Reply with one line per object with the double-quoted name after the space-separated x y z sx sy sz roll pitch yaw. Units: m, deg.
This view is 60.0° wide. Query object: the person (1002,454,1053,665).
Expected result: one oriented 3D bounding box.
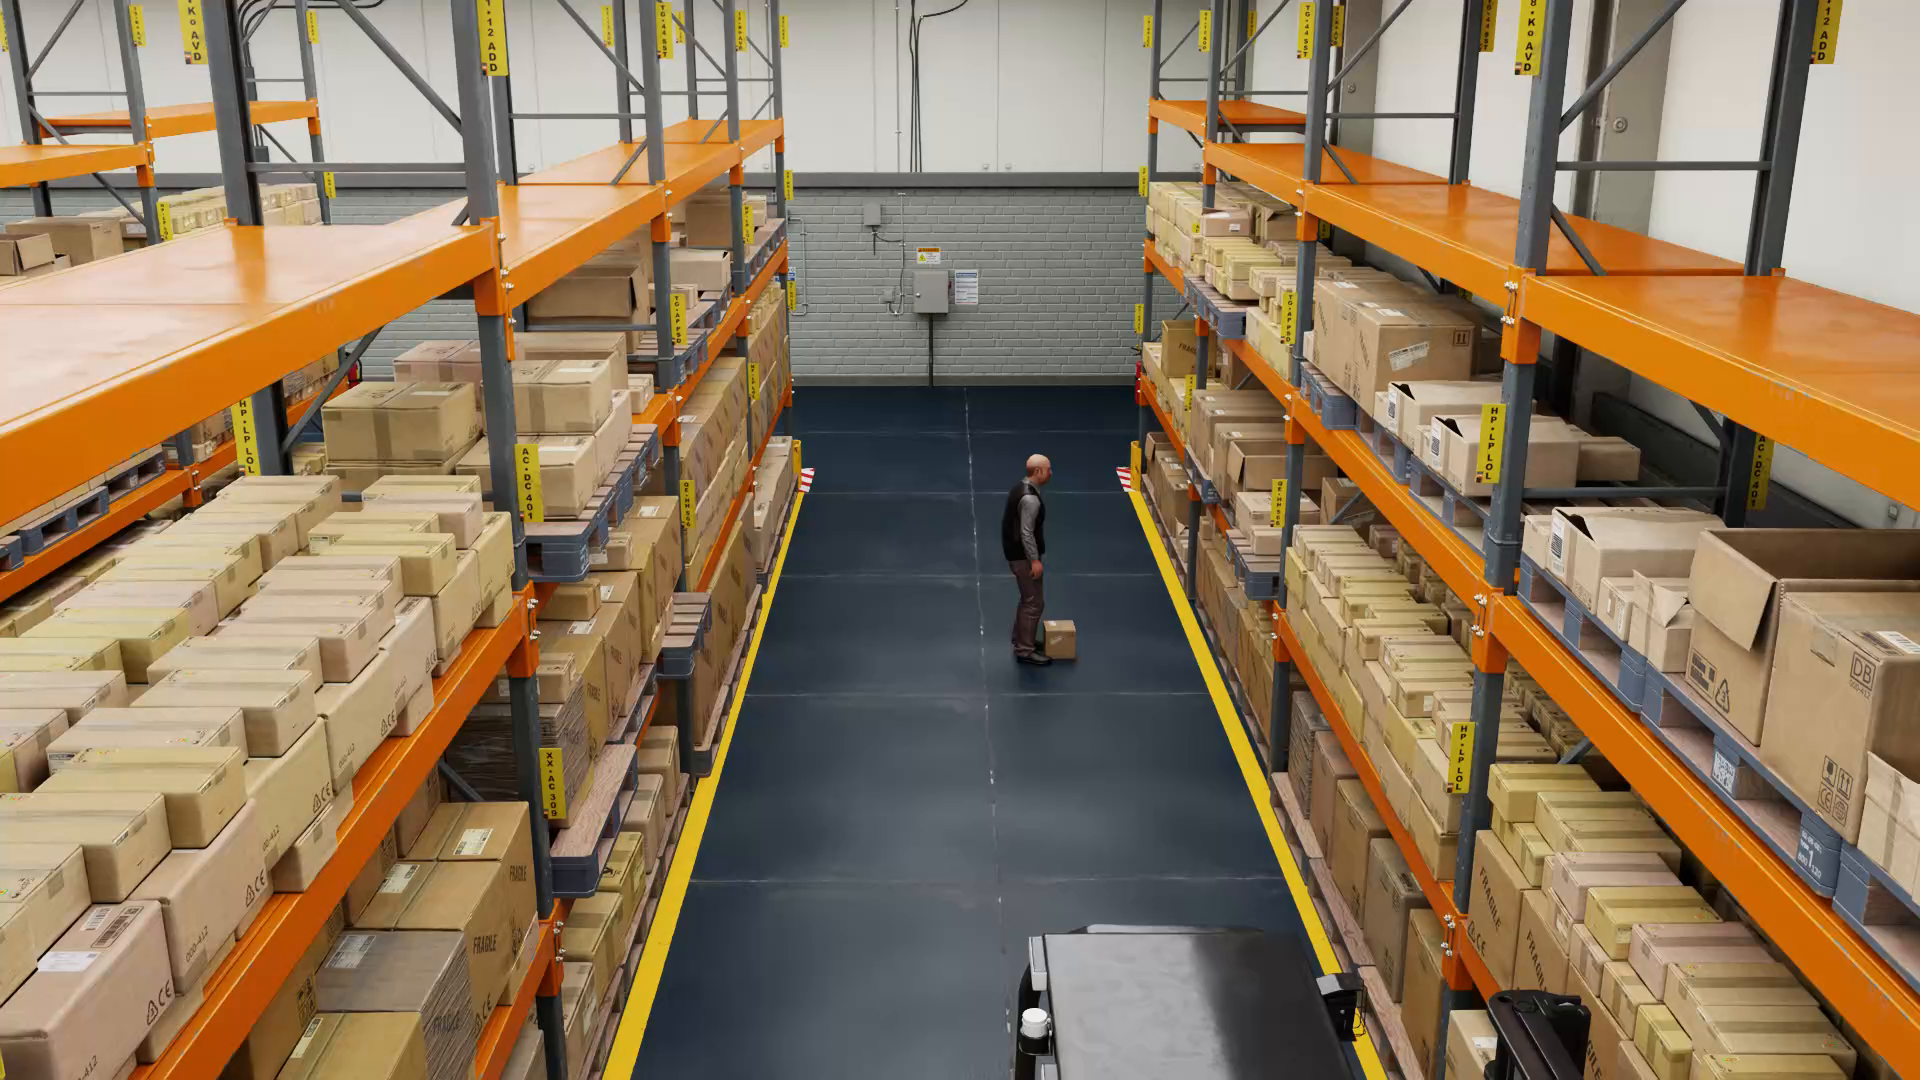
0.553 0.136 13.720 0.415 1.721 0.580 0 17 -1 "person"
